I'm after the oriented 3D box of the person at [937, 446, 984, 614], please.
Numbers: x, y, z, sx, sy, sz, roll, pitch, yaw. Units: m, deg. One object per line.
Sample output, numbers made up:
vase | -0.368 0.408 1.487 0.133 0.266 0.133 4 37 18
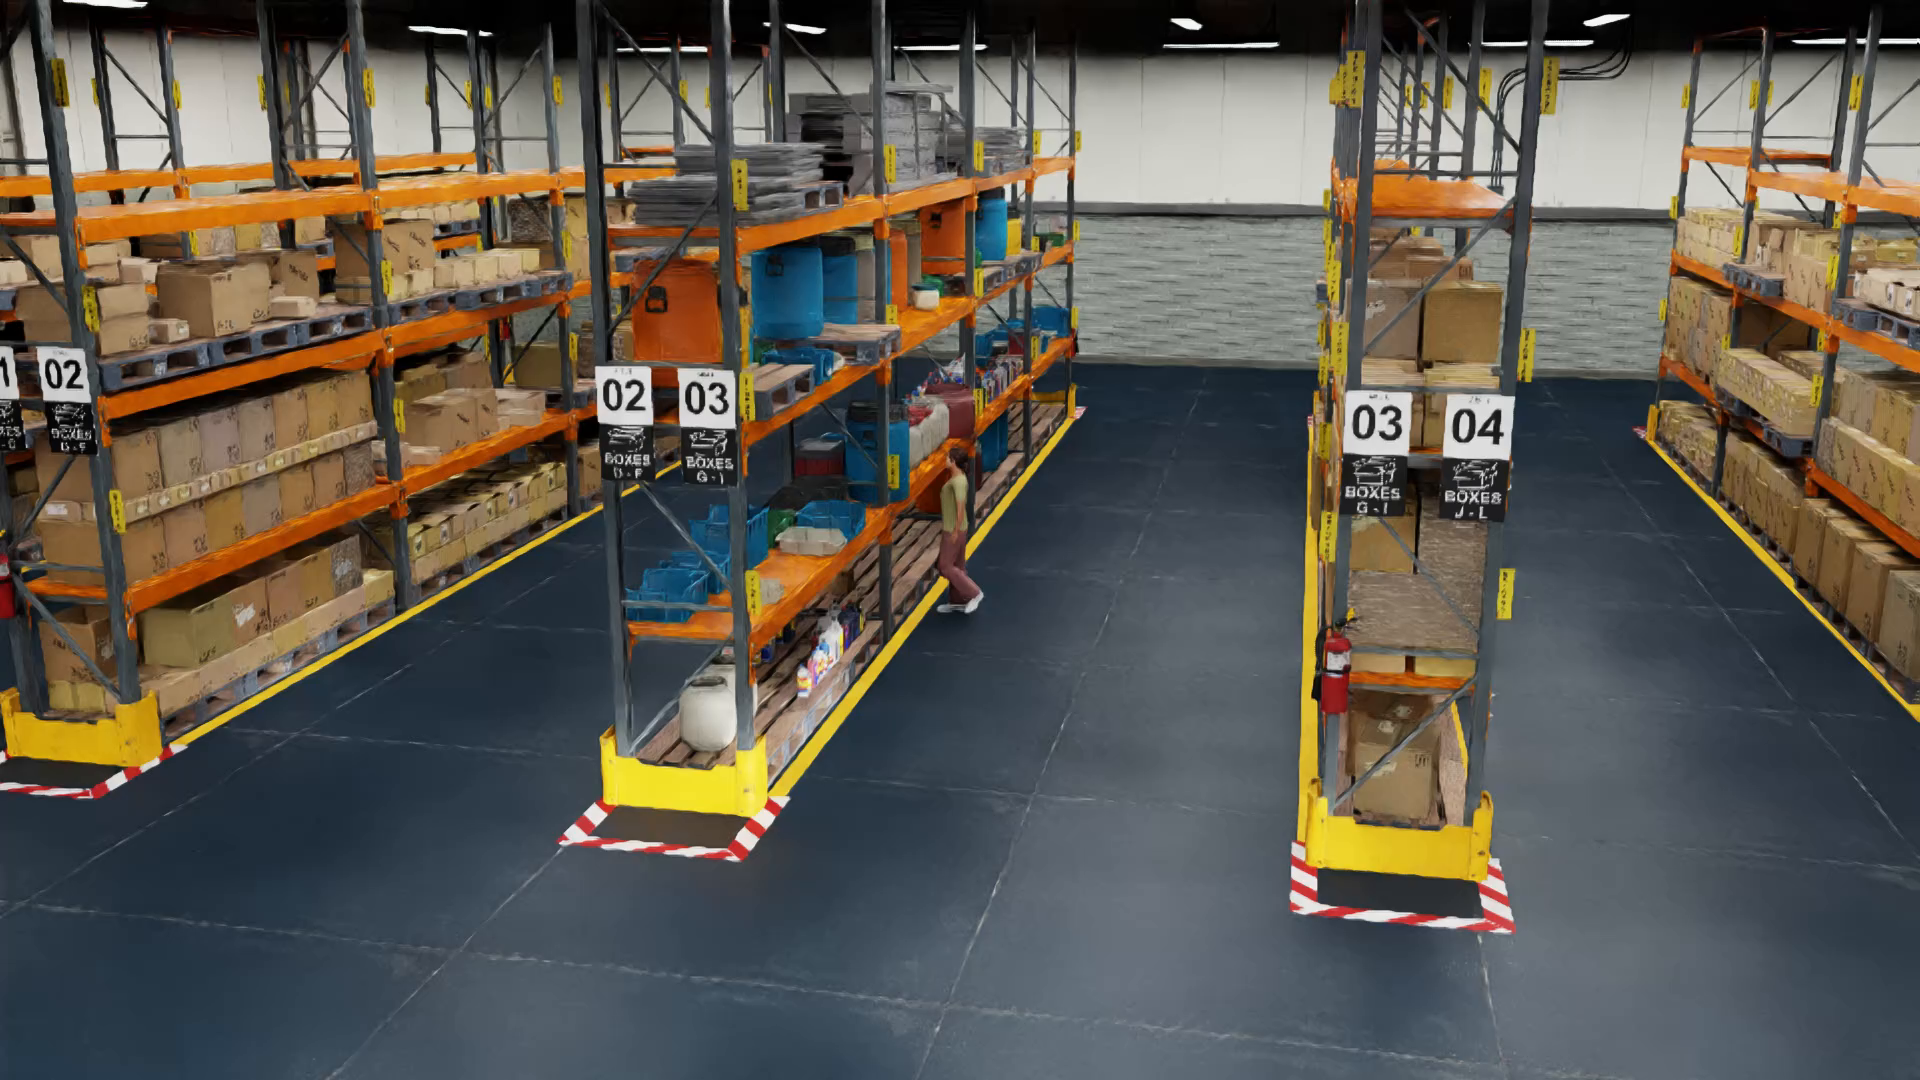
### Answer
person | 0.002 -0.085 16.289 0.468 1.674 0.489 0 15 0
